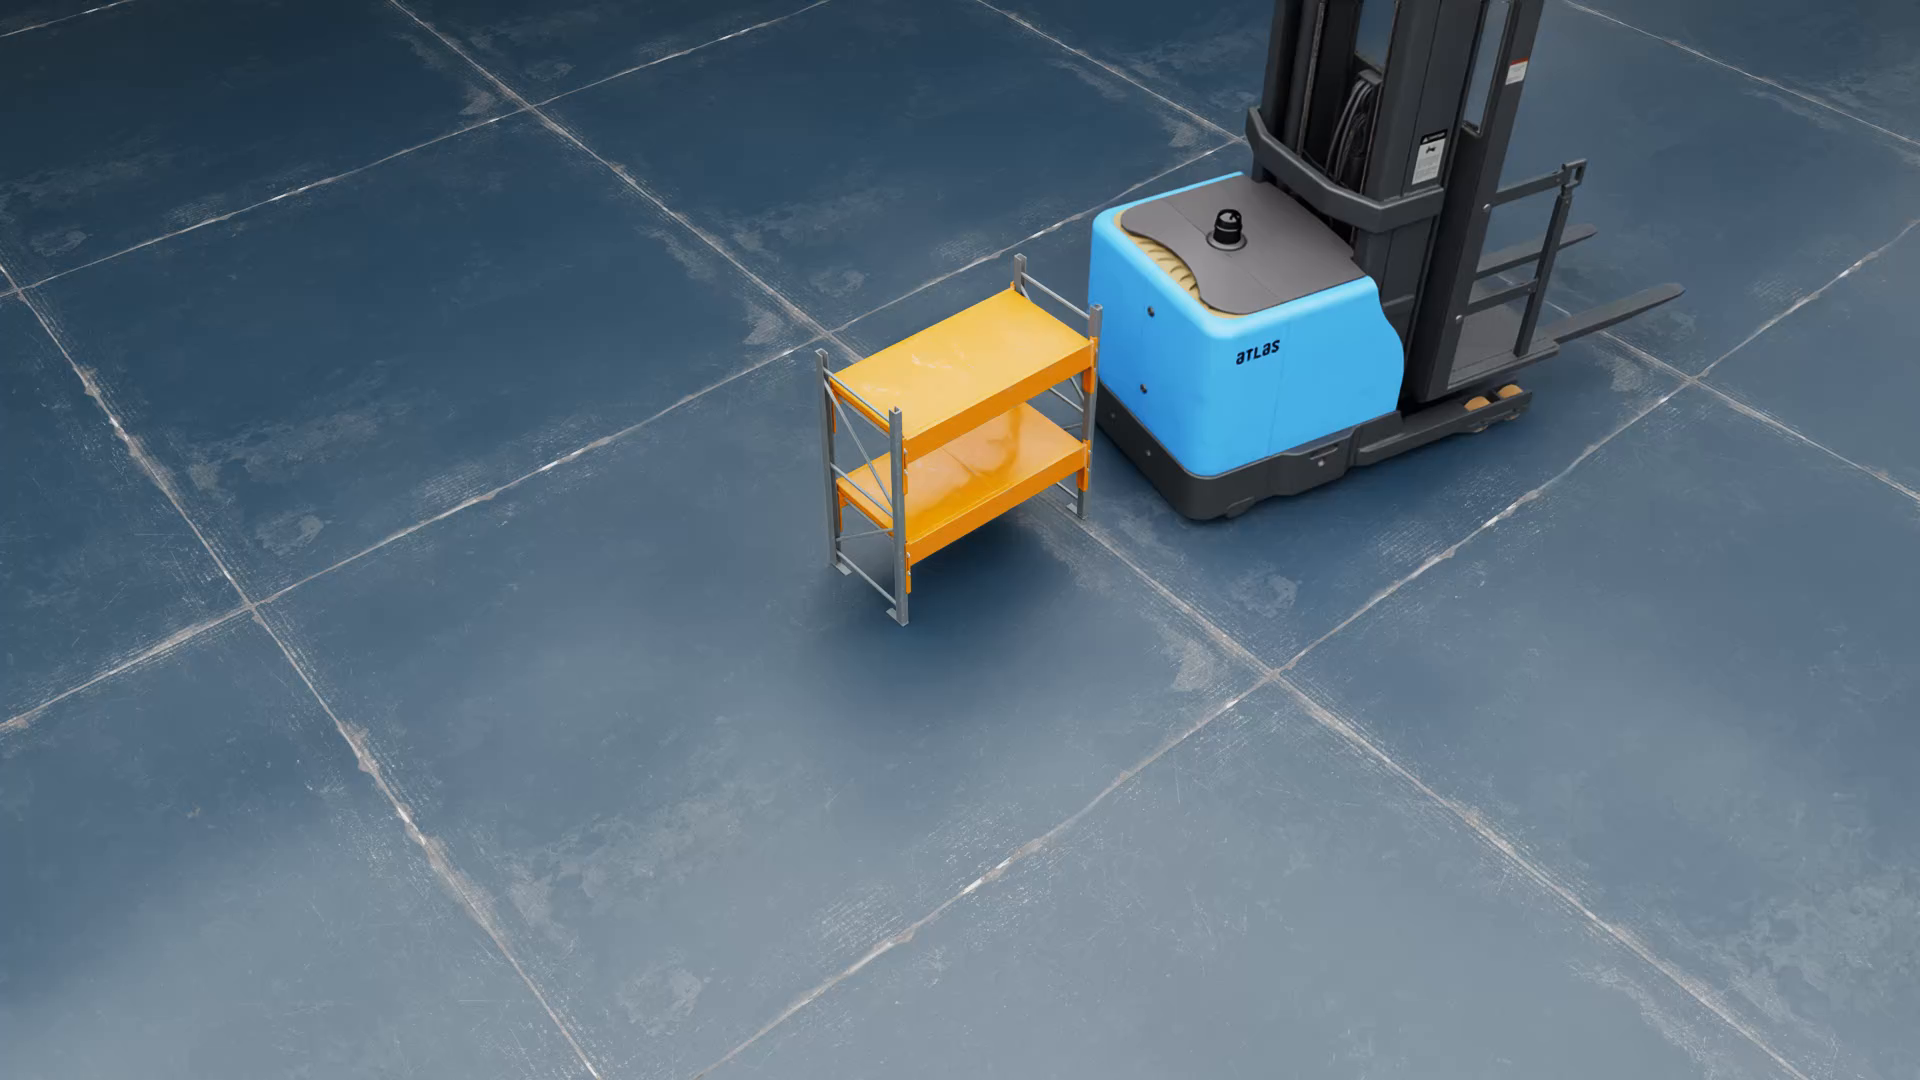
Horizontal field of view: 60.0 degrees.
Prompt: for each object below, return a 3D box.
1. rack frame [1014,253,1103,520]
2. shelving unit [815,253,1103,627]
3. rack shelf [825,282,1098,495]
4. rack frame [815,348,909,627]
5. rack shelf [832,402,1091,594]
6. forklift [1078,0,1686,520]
[{"bbox_3d":[0.395,-0.636,7.106,0.032,1.125,0.500,-30,51,-28],"label":"rack frame"},{"bbox_3d":[0.005,-0.413,6.868,1.048,1.125,0.538,-30,51,-28],"label":"shelving unit"},{"bbox_3d":[0.005,-0.626,6.668,1.000,0.278,0.538,-30,51,-28],"label":"rack shelf"},{"bbox_3d":[-0.385,-0.190,6.630,0.032,1.125,0.500,-30,51,-28],"label":"rack frame"},{"bbox_3d":[0.005,-0.235,7.035,1.000,0.278,0.538,-30,51,-28],"label":"rack shelf"},{"bbox_3d":[2.108,-1.874,7.105,3.031,2.935,1.130,-20,47,-20],"label":"forklift"}]
